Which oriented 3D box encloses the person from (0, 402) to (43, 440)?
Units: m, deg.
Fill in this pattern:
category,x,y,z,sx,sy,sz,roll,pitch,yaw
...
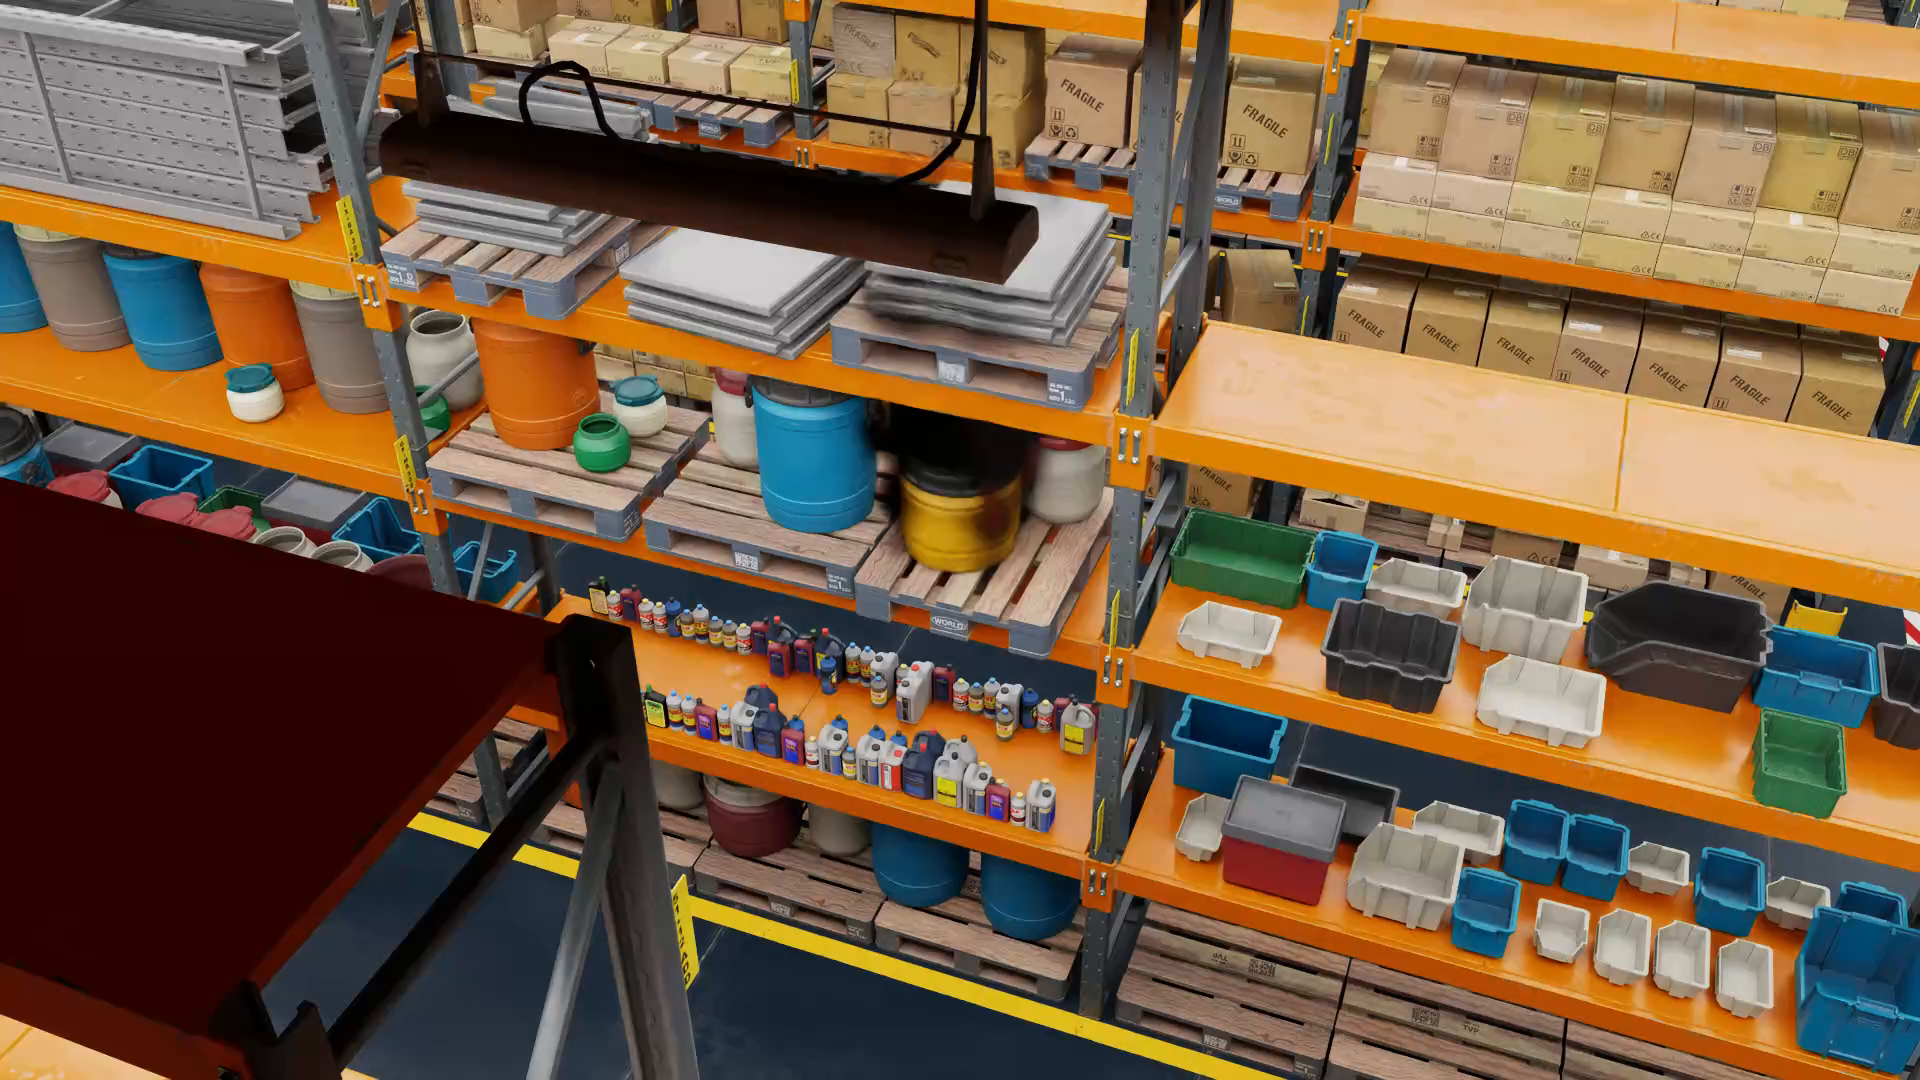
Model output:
category,x,y,z,sx,sy,sz,roll,pitch,yaw
person,-7.568,-1.050,13.443,0.578,1.622,0.560,13,39,17
